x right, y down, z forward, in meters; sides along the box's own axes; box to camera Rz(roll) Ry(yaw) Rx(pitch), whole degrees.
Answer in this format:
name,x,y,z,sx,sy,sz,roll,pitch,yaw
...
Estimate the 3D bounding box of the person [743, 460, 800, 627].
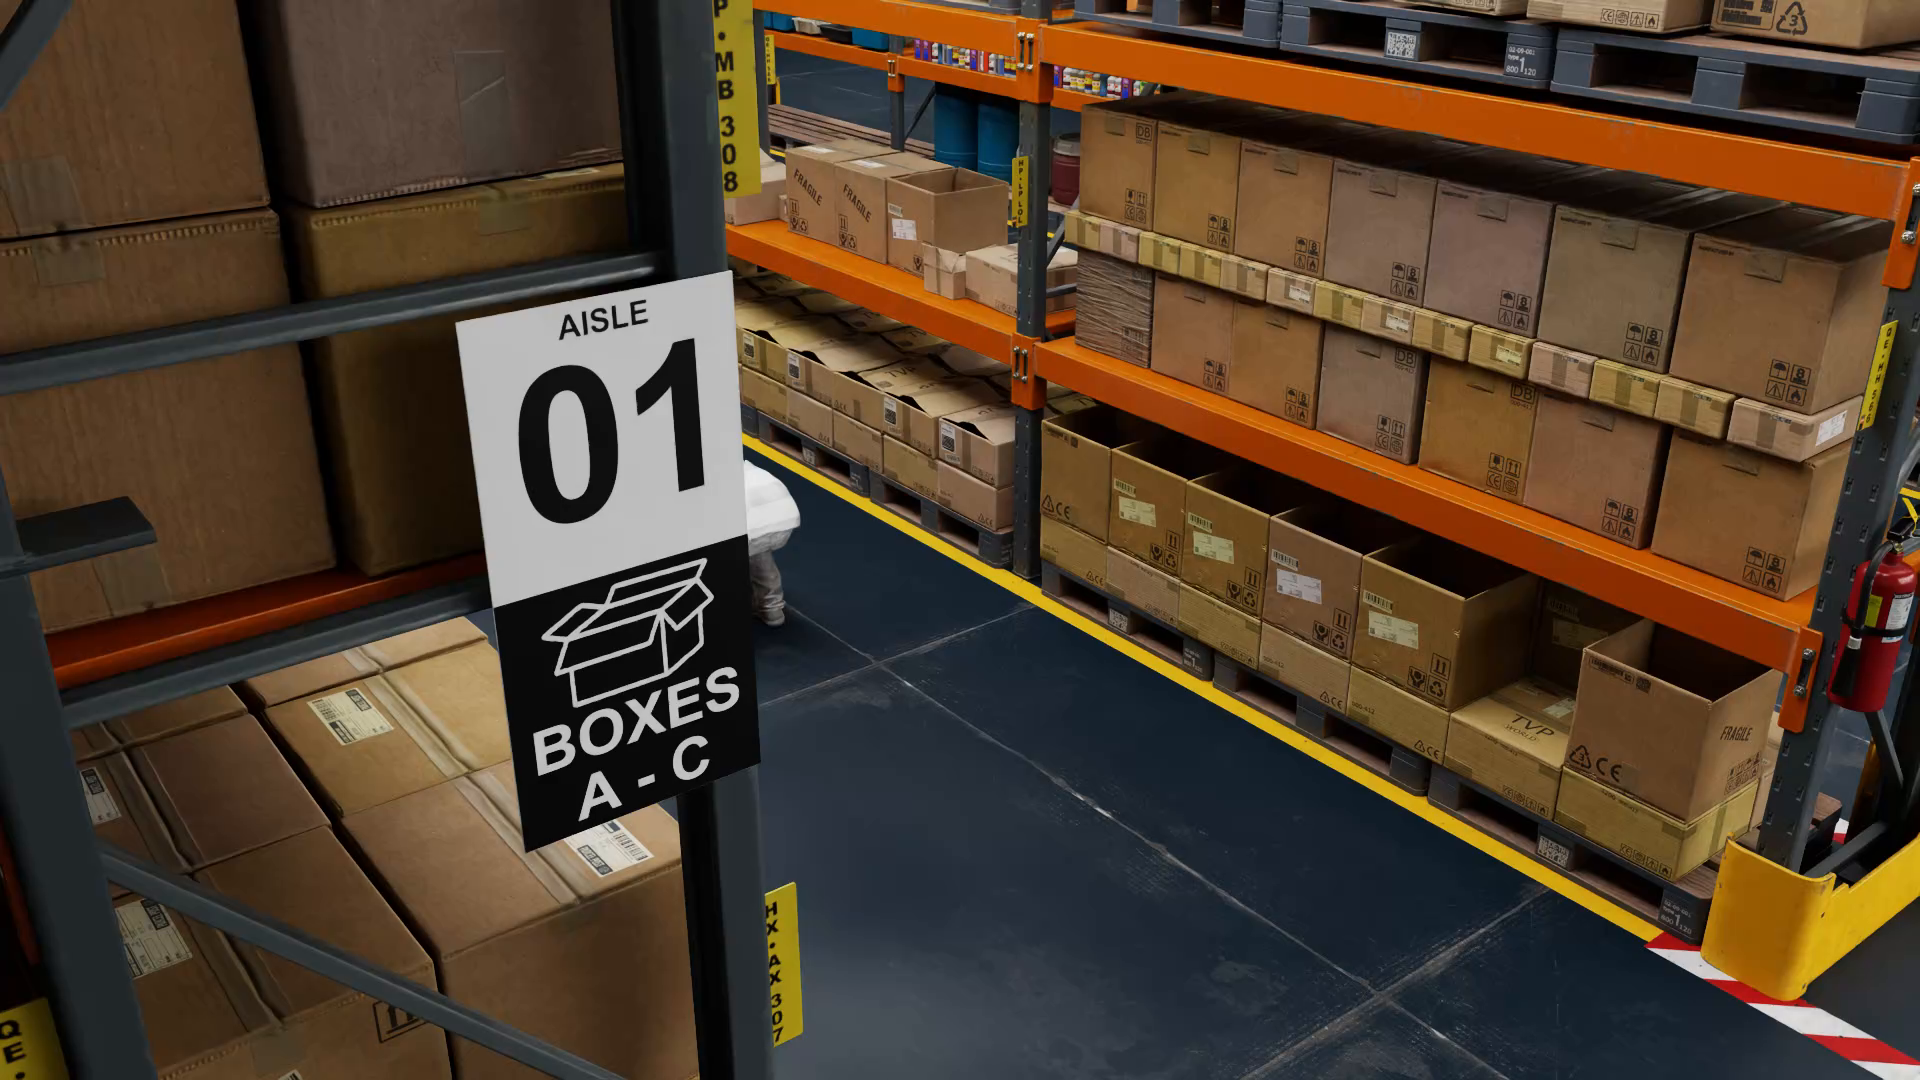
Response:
name,x,y,z,sx,sy,sz,roll,pitch,yaw
person,-1.199,0.000,8.204,0.545,0.845,0.992,-19,31,-36
